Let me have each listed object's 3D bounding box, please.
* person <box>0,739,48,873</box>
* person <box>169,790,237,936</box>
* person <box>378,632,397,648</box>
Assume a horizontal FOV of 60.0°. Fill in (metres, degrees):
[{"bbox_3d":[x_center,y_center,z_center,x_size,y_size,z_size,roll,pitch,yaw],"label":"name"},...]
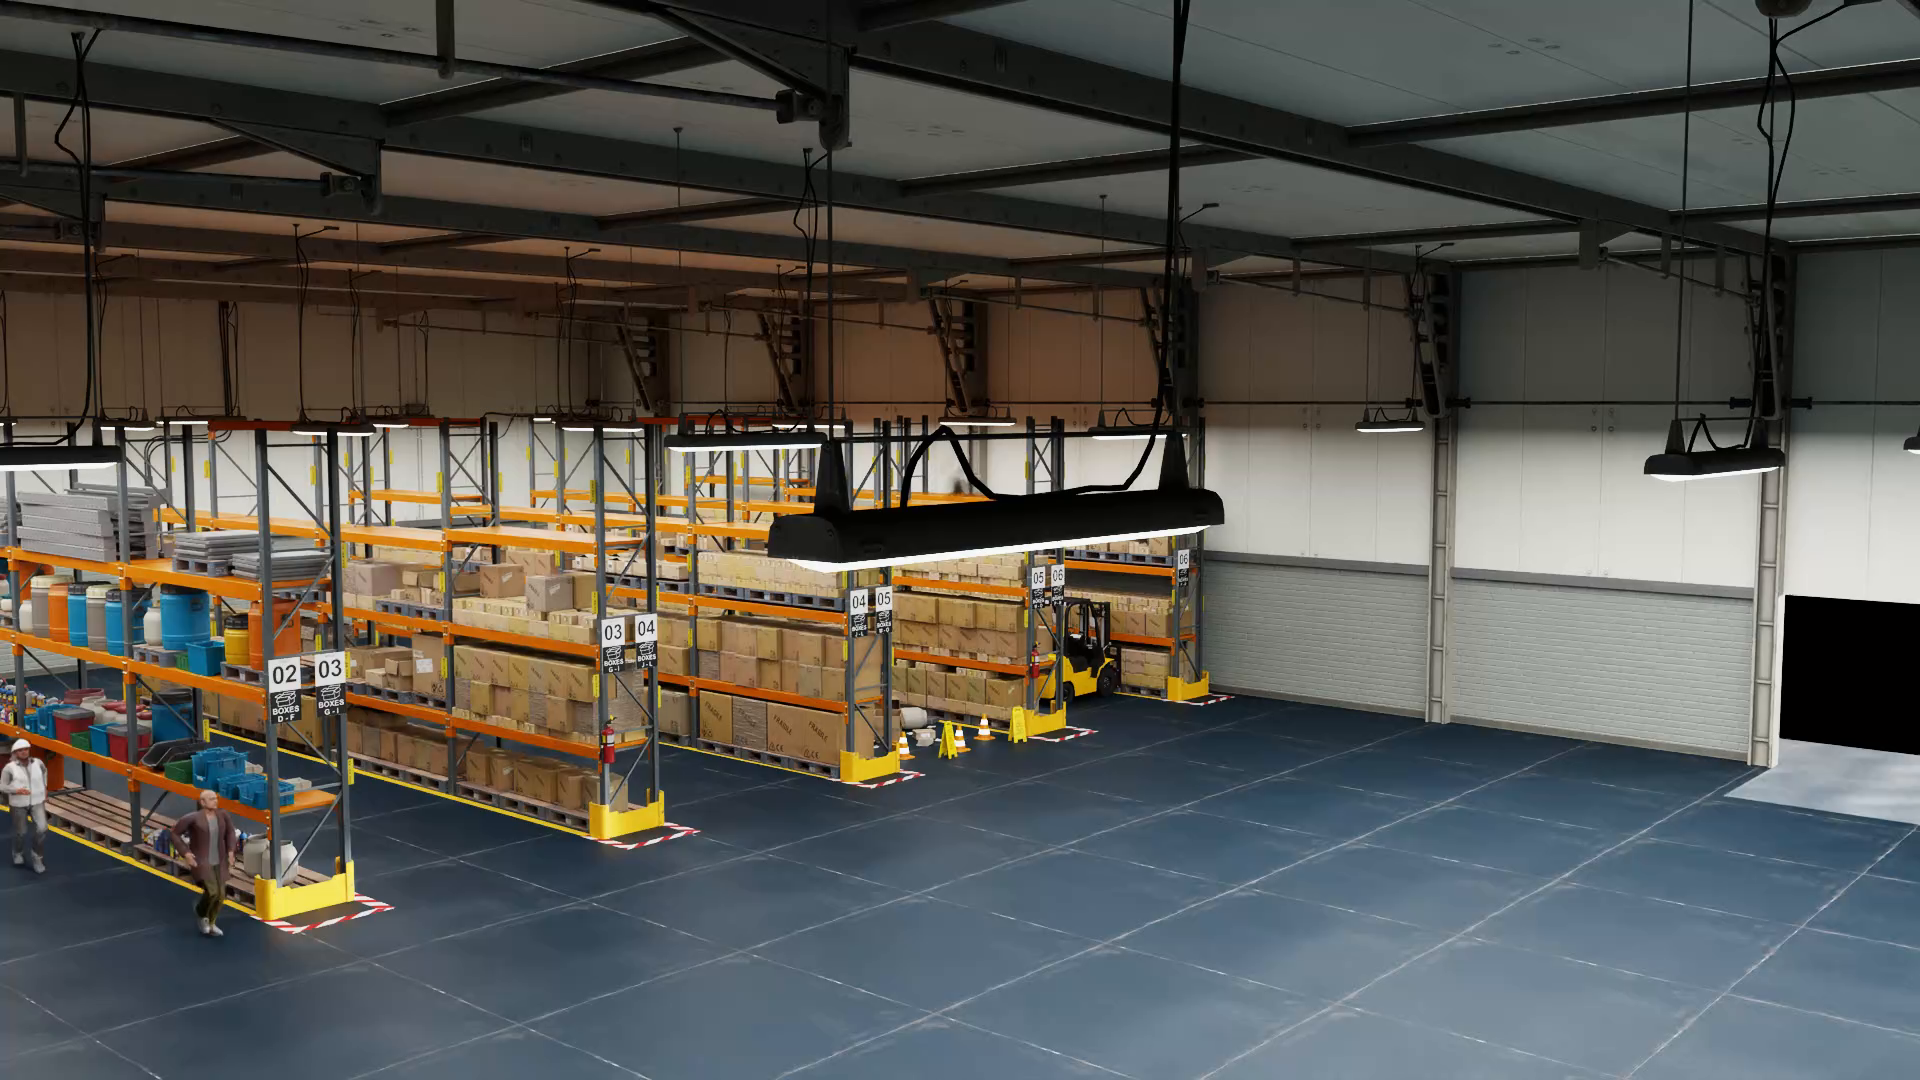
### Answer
[{"bbox_3d":[-12.639,3.591,22.504,0.658,1.822,0.734,-4,6,-42],"label":"person"},{"bbox_3d":[-8.869,3.829,19.676,0.568,1.743,0.738,4,6,37],"label":"person"},{"bbox_3d":[-13.911,2.149,40.193,0.867,1.723,0.596,-5,7,-44],"label":"person"}]
